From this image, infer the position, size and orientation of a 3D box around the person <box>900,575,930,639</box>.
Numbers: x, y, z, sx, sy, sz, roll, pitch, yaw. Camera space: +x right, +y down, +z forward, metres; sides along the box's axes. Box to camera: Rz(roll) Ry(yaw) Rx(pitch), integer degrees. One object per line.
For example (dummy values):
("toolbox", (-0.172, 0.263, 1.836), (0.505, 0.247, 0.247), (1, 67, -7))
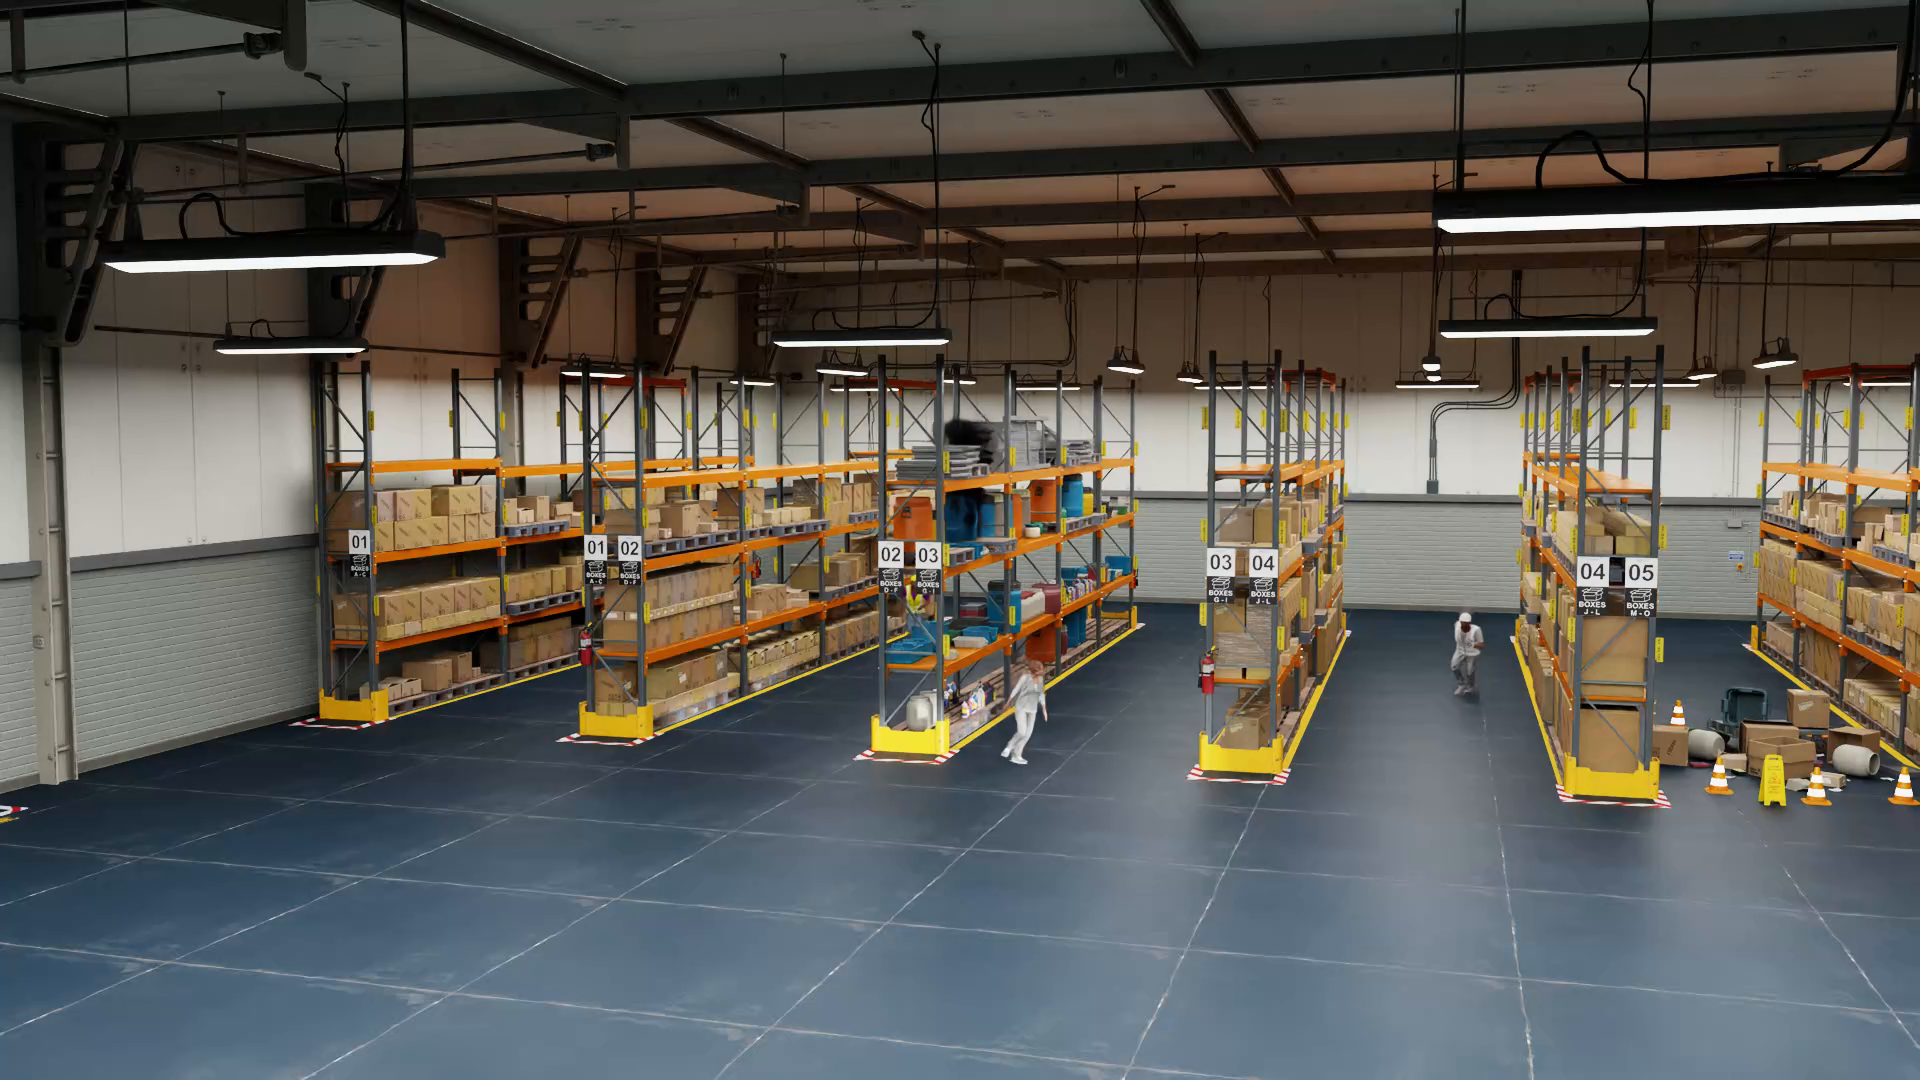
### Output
("person", (-0.976, 1.581, 36.041), (0.673, 1.674, 0.692), (0, 4, 0))

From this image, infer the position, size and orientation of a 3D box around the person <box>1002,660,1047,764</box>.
("person", (0.944, 2.505, 24.254), (0.580, 1.545, 0.552), (-3, 5, -35))

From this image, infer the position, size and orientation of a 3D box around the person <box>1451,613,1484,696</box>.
("person", (9.179, 2.048, 30.067), (0.691, 1.545, 1.113), (3, 5, 34))

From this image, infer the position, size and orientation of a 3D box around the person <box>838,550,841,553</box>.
("person", (-3.353, 1.040, 44.714), (0.604, 1.628, 0.954), (-4, 5, -42))
